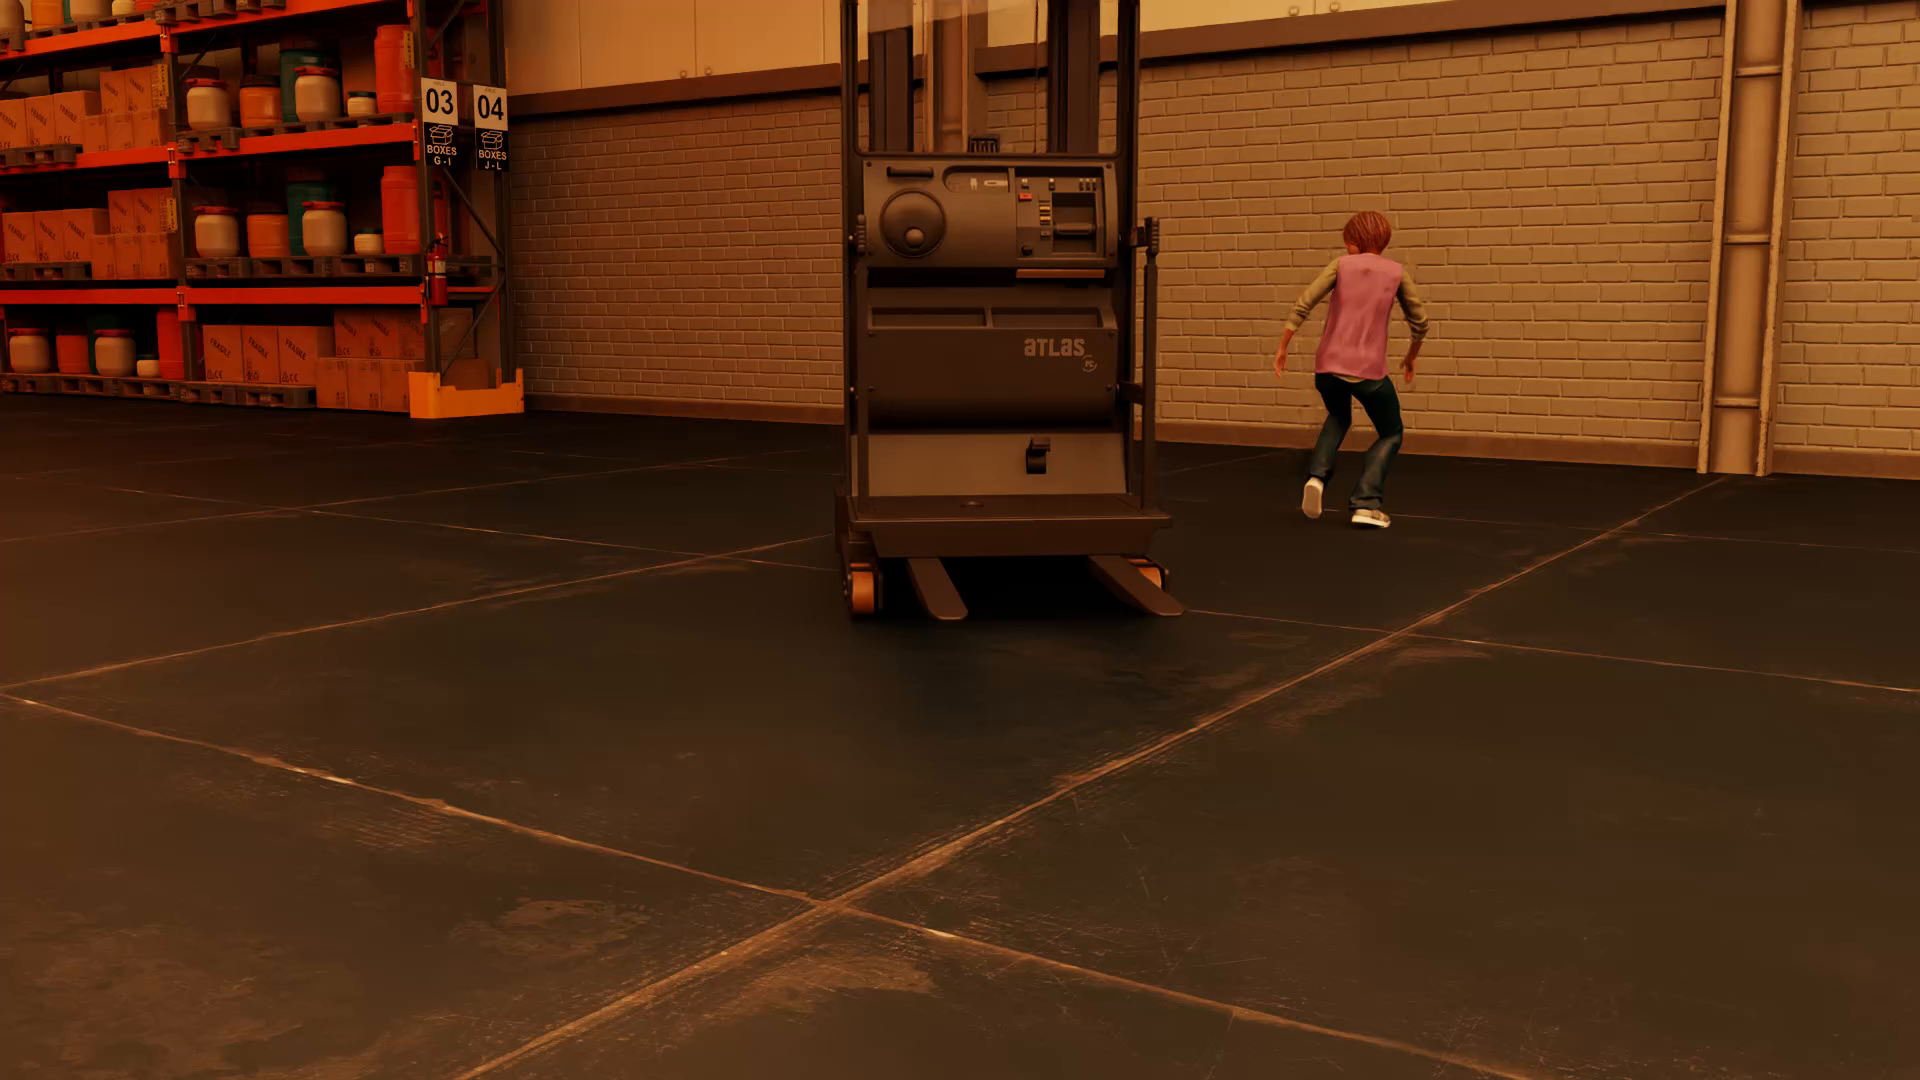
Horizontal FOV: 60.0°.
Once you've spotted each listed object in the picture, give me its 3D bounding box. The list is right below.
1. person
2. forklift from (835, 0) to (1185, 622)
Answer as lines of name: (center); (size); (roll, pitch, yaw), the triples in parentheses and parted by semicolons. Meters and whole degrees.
person: (1.912, -0.819, 8.031); (0.648, 1.514, 0.580); (5, 9, 30)
forklift: (0.134, -1.233, 5.860); (1.130, 2.935, 3.031); (-1, 8, -5)
